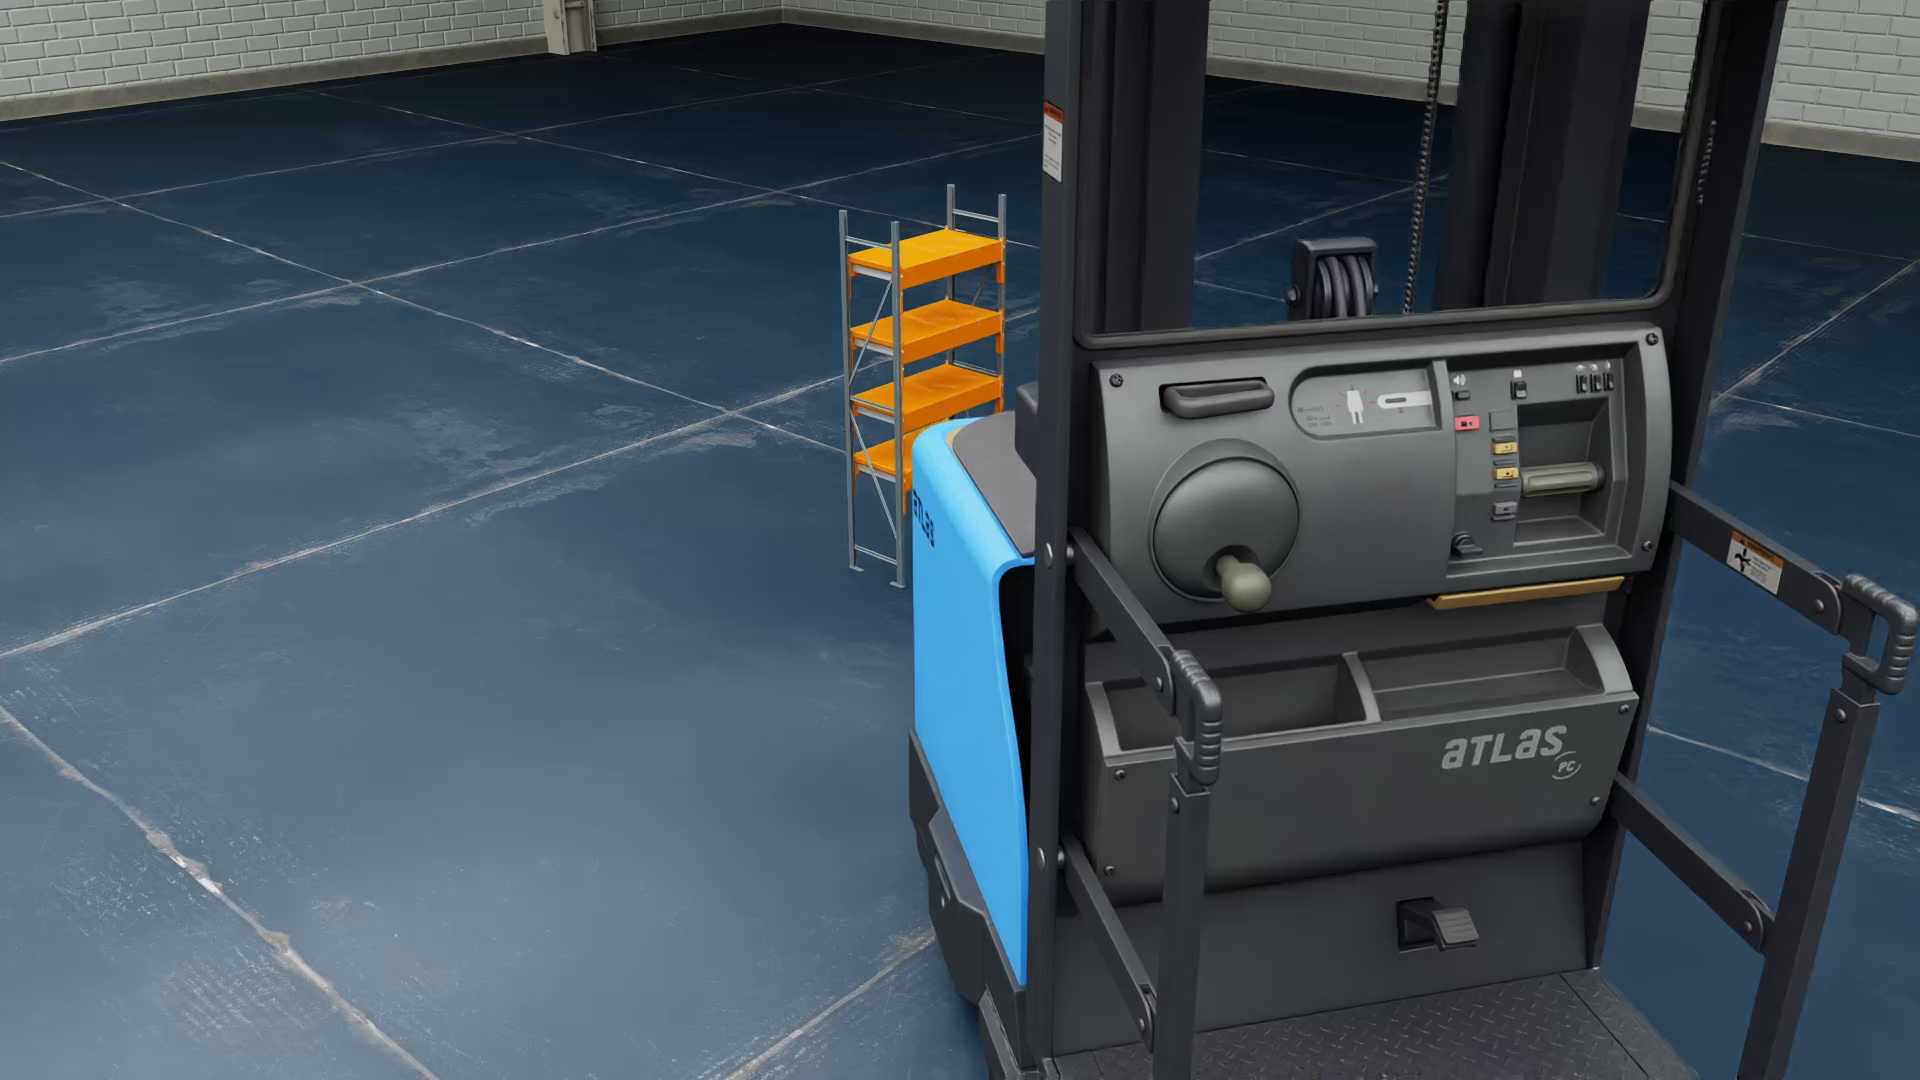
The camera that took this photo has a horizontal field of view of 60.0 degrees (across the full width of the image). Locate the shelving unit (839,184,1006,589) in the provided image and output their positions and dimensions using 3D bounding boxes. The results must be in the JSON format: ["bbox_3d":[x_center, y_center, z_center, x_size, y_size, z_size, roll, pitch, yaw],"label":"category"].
[{"bbox_3d":[-0.110,-0.497,5.392,0.258,1.200,0.503,20,31,38],"label":"shelving unit"}]

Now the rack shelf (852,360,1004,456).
[{"bbox_3d":[-0.110,-0.436,5.420,0.258,0.148,0.480,20,31,38],"label":"rack shelf"}]

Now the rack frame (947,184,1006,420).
[{"bbox_3d":[0.052,-0.571,5.558,0.240,1.200,0.015,20,31,38],"label":"rack frame"}]

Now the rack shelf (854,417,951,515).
[{"bbox_3d":[-0.110,-0.254,5.501,0.258,0.148,0.480,20,31,38],"label":"rack shelf"}]

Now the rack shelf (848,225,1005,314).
[{"bbox_3d":[-0.110,-0.856,5.231,0.258,0.148,0.480,20,31,38],"label":"rack shelf"}]

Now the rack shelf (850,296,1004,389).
[{"bbox_3d":[-0.110,-0.640,5.328,0.258,0.148,0.480,20,31,38],"label":"rack shelf"}]

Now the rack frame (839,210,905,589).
[{"bbox_3d":[-0.273,-0.423,5.226,0.240,1.200,0.015,20,31,38],"label":"rack frame"}]

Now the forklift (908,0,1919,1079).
[{"bbox_3d":[0.713,-0.083,2.353,1.130,2.935,3.031,-6,25,-12],"label":"forklift"}]

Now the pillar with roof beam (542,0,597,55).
[{"bbox_3d":[-0.684,-7.833,12.221,9.100,9.000,0.400,20,31,38],"label":"pillar with roof beam"}]
